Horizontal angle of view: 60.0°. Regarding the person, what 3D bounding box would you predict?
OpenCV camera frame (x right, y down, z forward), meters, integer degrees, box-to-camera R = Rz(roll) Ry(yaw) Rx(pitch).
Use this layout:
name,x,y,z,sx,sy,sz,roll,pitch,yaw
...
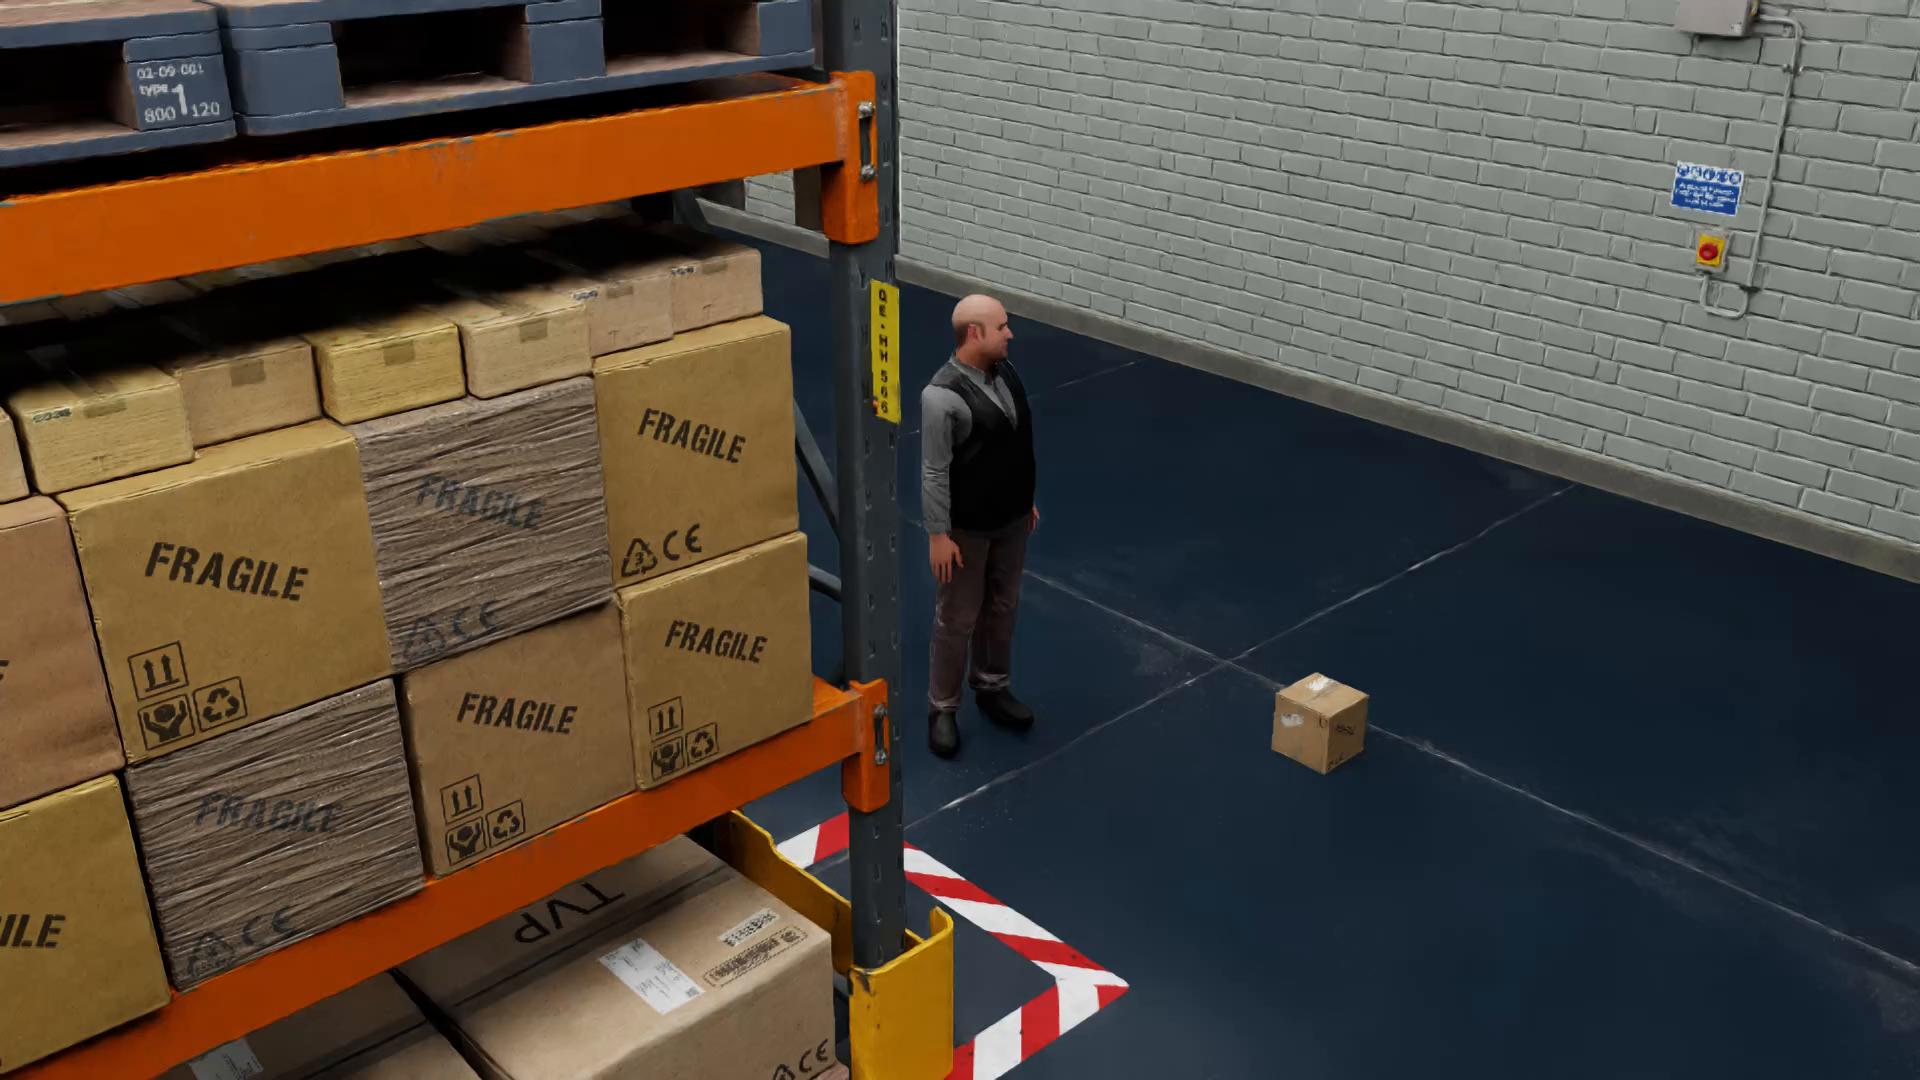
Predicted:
name,x,y,z,sx,sy,sz,roll,pitch,yaw
person,0.077,-0.071,6.229,0.385,1.732,0.591,18,30,35
